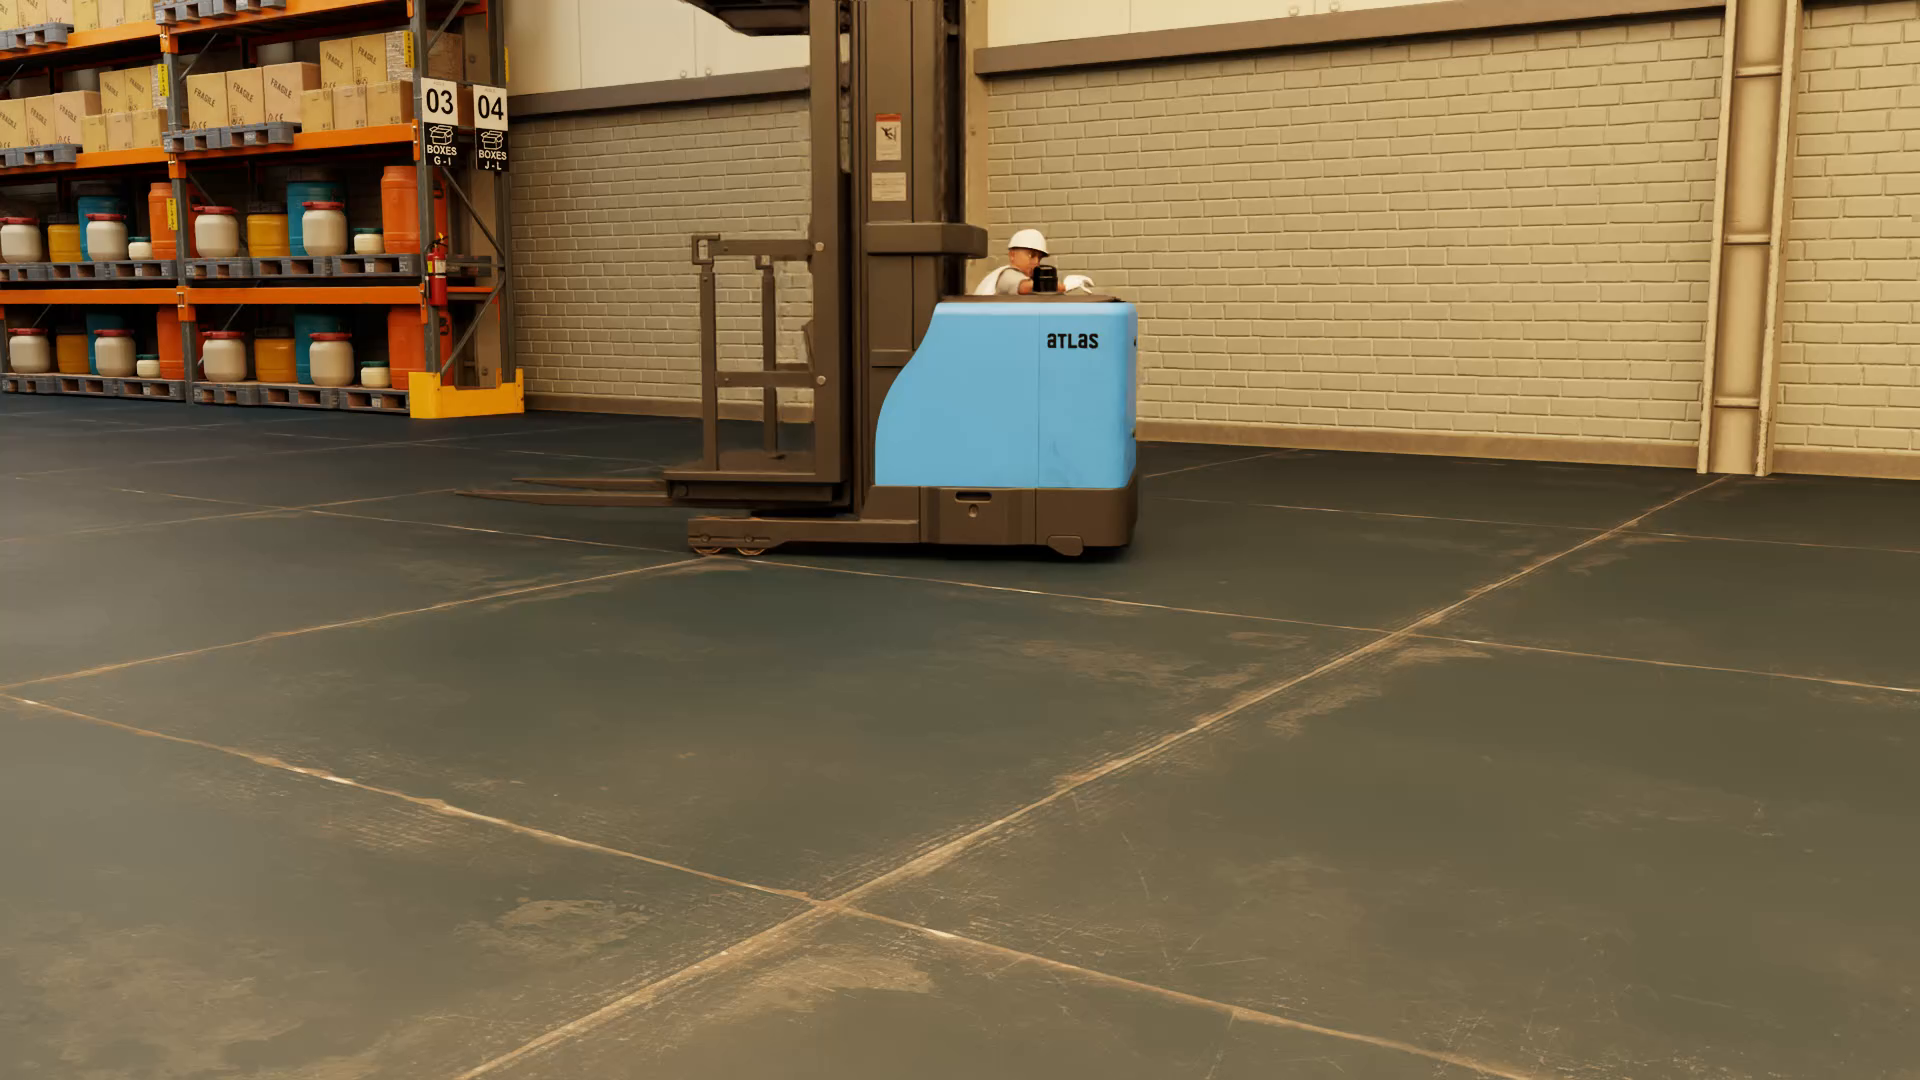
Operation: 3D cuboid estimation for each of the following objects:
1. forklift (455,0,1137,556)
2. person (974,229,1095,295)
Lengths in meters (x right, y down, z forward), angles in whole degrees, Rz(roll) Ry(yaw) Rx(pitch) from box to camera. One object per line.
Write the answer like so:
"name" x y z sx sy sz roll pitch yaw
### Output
"forklift" -0.731 -1.454 7.418 3.031 2.935 1.130 1 8 8
"person" 0.470 -1.041 9.595 1.049 1.479 0.812 -6 10 -35
